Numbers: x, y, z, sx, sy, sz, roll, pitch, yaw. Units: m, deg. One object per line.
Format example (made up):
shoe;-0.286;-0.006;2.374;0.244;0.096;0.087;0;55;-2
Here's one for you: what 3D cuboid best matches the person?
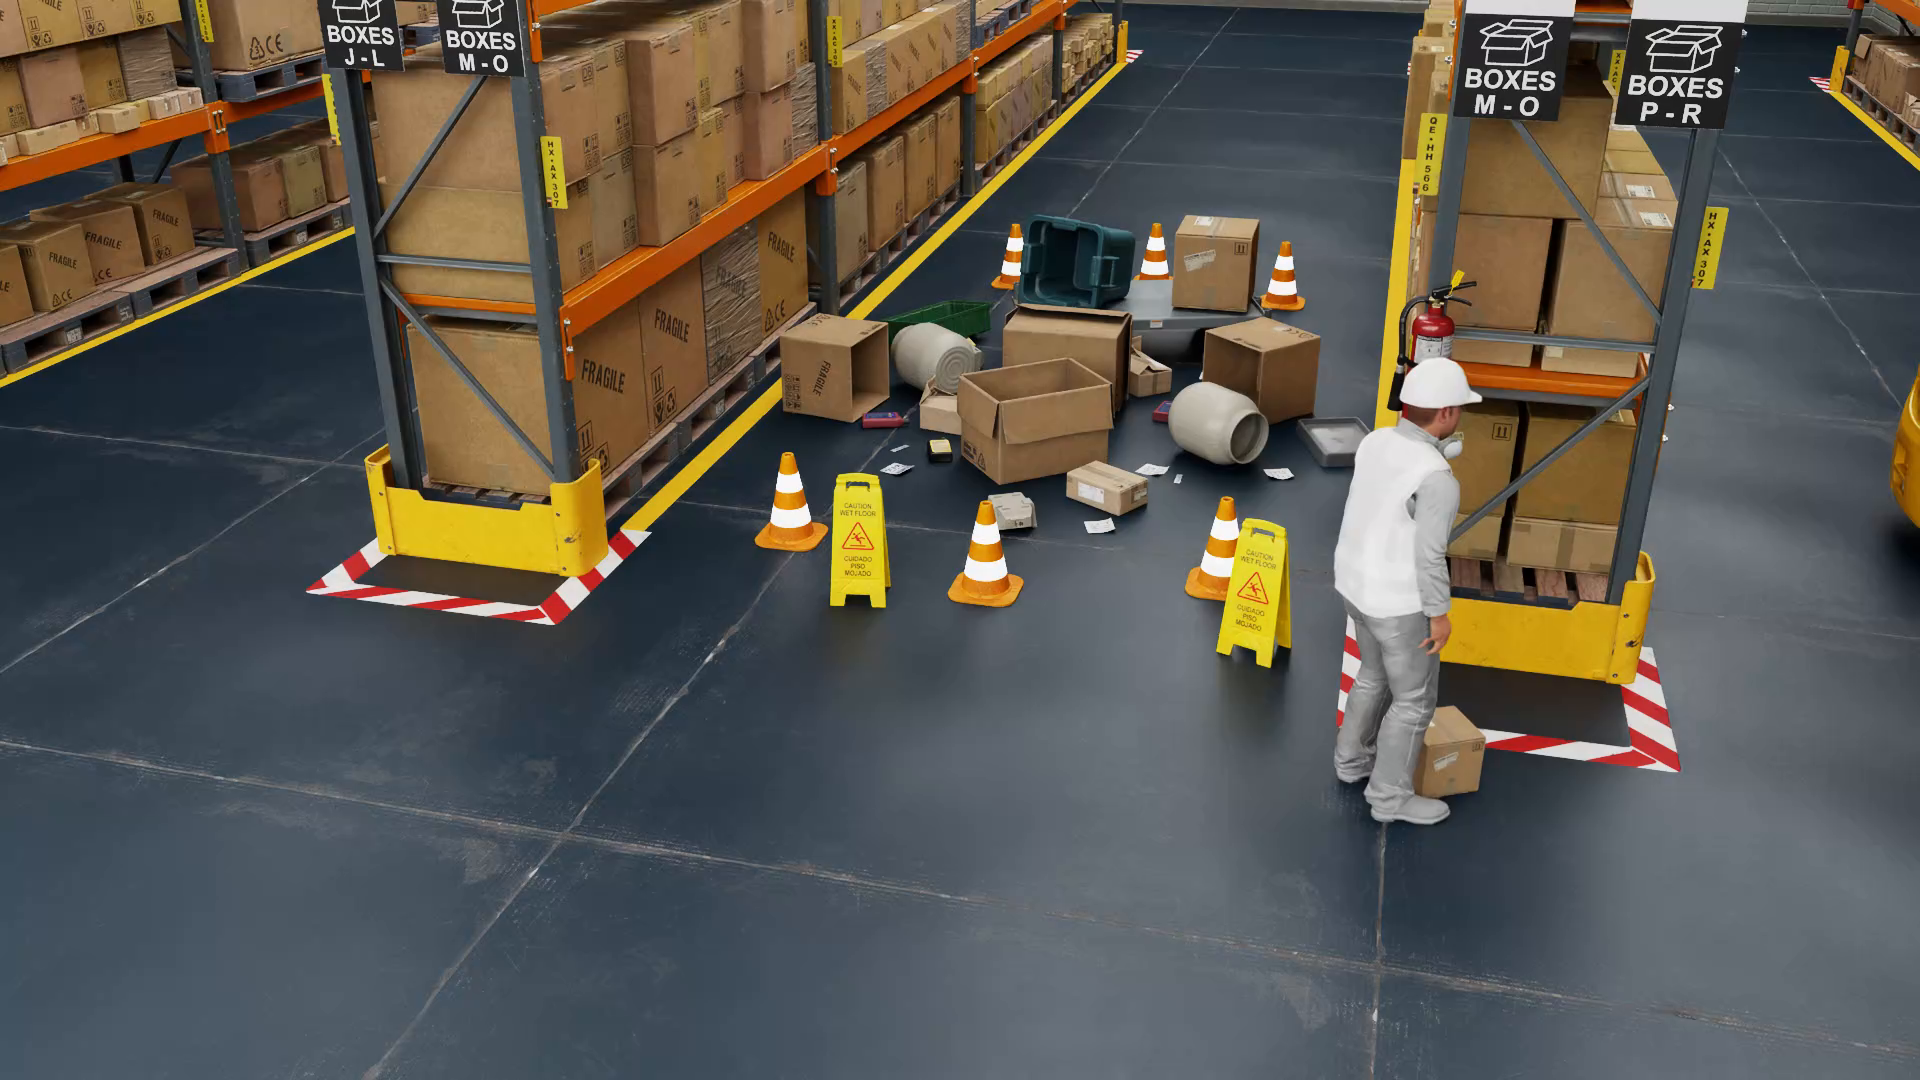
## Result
person;1.636;0.184;6.191;0.464;1.766;0.583;-7;26;-14
